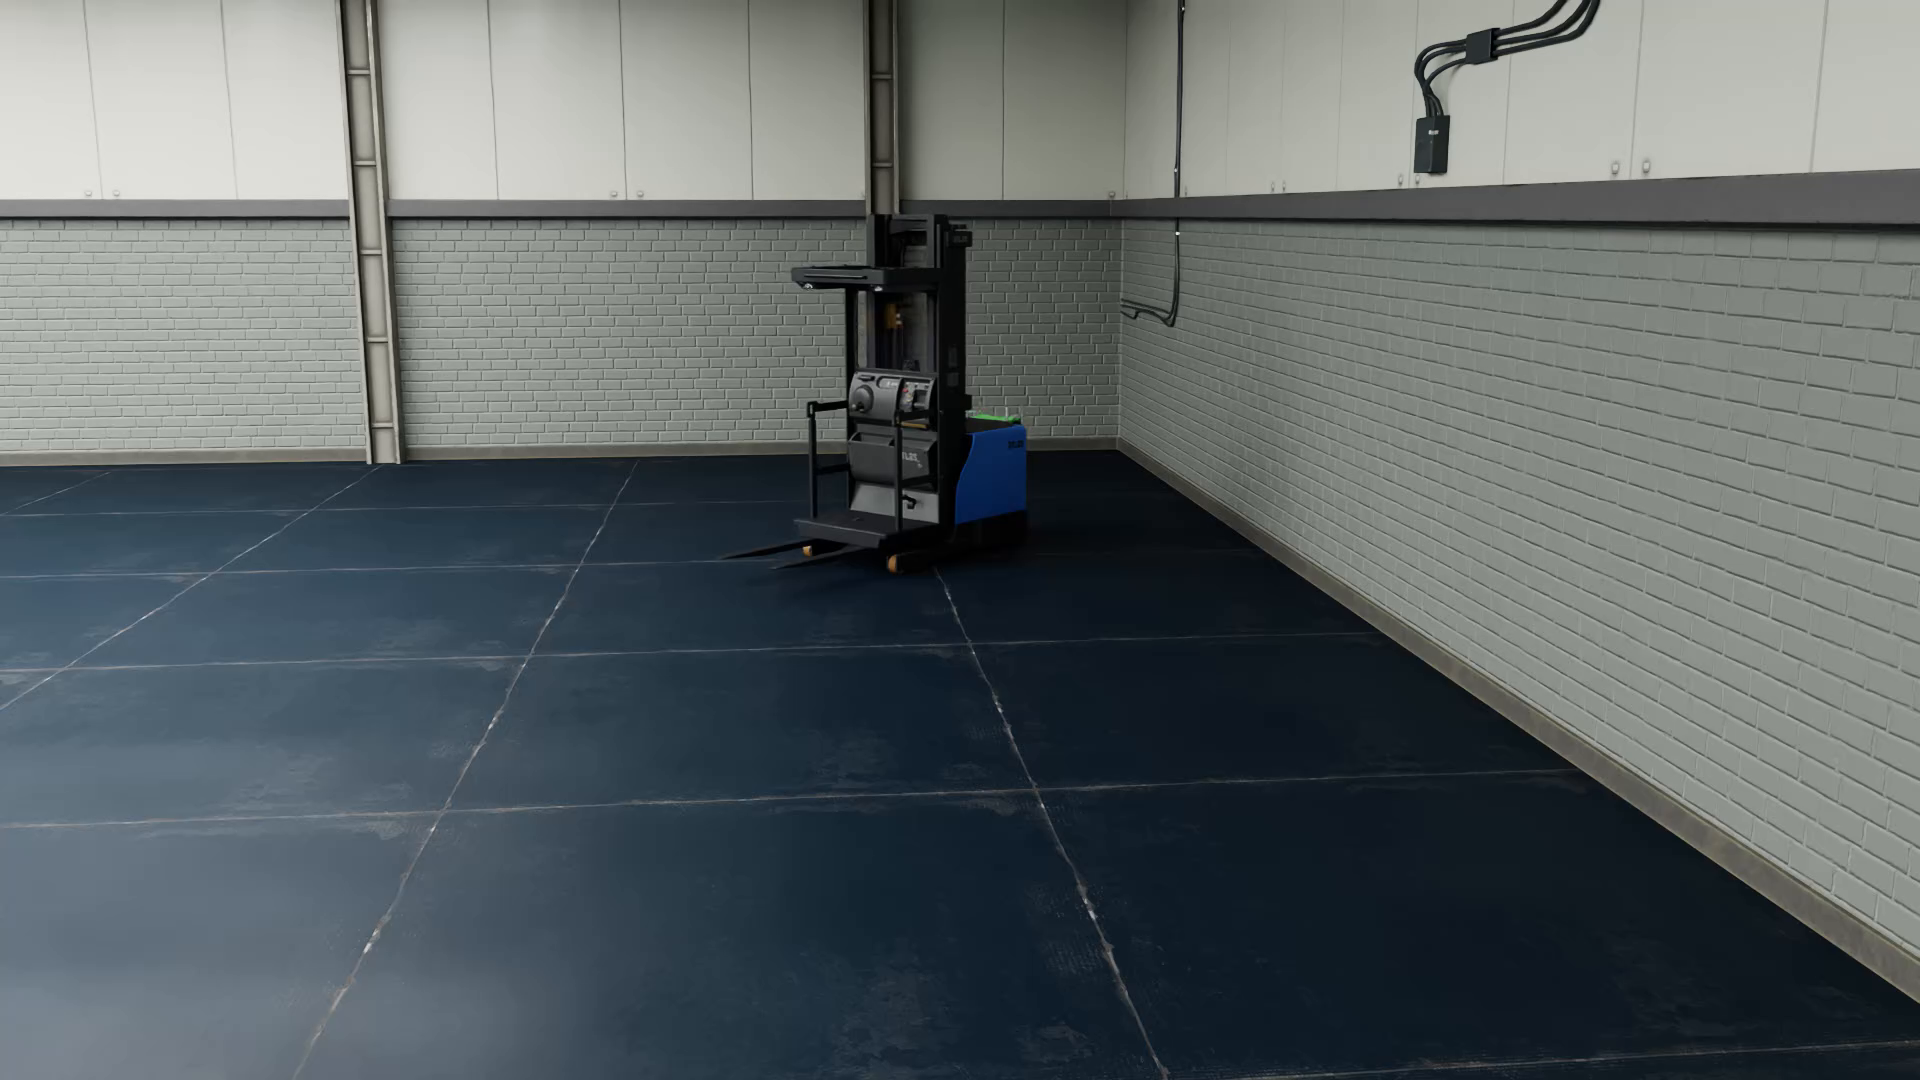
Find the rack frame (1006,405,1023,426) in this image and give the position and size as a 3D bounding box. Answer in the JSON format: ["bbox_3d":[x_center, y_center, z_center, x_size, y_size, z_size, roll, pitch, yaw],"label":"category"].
[{"bbox_3d":[0.499,-0.636,15.374,0.015,1.200,0.240,9,14,38],"label":"rack frame"}]

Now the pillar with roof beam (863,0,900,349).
[{"bbox_3d":[-0.475,-4.655,15.600,0.400,9.000,9.100,-1,11,-6],"label":"pillar with roof beam"}]

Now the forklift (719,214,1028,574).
[{"bbox_3d":[-0.718,-1.263,14.078,1.130,2.935,3.031,9,14,39],"label":"forklift"}]

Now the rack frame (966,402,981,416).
[{"bbox_3d":[0.121,-0.695,15.677,0.015,1.200,0.240,9,14,38],"label":"rack frame"}]

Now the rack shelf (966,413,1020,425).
[{"bbox_3d":[0.310,-1.074,15.445,0.480,0.148,0.258,9,14,38],"label":"rack shelf"}]

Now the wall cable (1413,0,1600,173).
[{"bbox_3d":[3.141,-5.136,9.231,0.169,6.003,2.305,-1,11,-6],"label":"wall cable"}]

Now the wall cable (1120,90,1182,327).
[{"bbox_3d":[2.131,-3.765,19.121,0.112,2.526,3.097,-1,11,-6],"label":"wall cable"}]

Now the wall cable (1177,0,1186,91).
[{"bbox_3d":[2.423,-5.724,15.995,0.112,2.526,3.097,-1,11,-6],"label":"wall cable"}]

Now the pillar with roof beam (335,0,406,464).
[{"bbox_3d":[-6.440,-4.530,14.964,0.400,9.000,9.100,-1,11,-6],"label":"pillar with roof beam"}]

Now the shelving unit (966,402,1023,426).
[{"bbox_3d":[0.310,-0.666,15.525,0.503,1.200,0.258,9,14,38],"label":"shelving unit"}]
